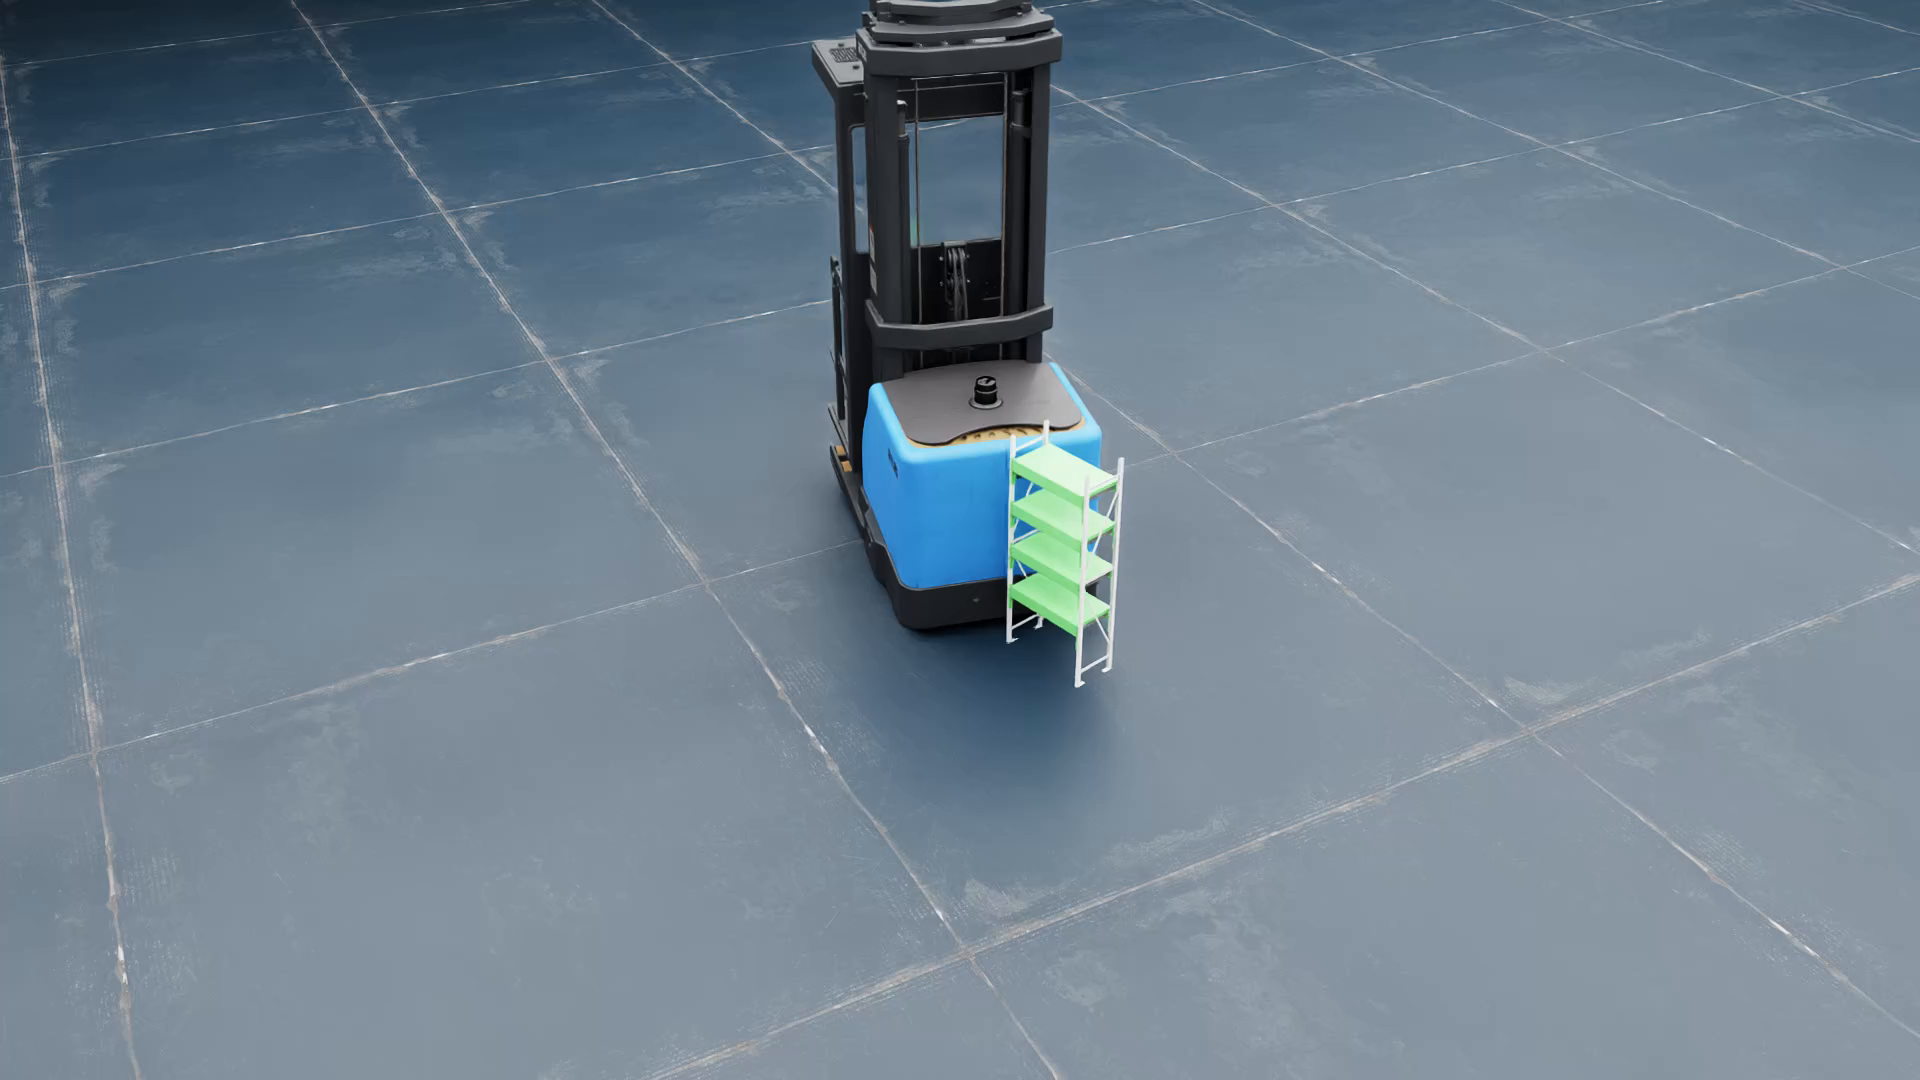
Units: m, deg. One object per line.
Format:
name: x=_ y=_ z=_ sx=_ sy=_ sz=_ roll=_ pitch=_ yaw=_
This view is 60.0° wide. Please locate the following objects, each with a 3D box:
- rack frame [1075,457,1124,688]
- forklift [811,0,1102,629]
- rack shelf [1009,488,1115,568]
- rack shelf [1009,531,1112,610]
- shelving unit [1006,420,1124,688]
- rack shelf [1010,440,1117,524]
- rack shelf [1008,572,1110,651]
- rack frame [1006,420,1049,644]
rack frame: x=0.656 y=0.173 z=7.868 sx=0.240 sy=1.200 sz=0.015 roll=-26 pitch=41 yaw=-34
forklift: x=-0.145 y=-1.572 z=8.986 sx=1.130 sy=2.935 sz=3.031 roll=-8 pitch=33 yaw=-12
rack shelf: x=0.493 y=-0.073 z=7.926 sx=0.258 sy=0.148 sz=0.480 roll=-26 pitch=41 yaw=-34
rack shelf: x=0.493 y=0.129 z=8.055 sx=0.258 sy=0.148 sz=0.480 roll=-26 pitch=41 yaw=-34
shelving unit: x=0.493 y=0.075 z=8.021 sx=0.258 sy=1.200 sz=0.503 roll=-26 pitch=41 yaw=-34
rack shelf: x=0.493 y=-0.276 z=7.797 sx=0.258 sy=0.148 sz=0.480 roll=-26 pitch=41 yaw=-34
rack shelf: x=0.493 y=0.331 z=8.185 sx=0.258 sy=0.148 sz=0.480 roll=-26 pitch=41 yaw=-34
rack frame: x=0.329 y=-0.023 z=8.174 sx=0.240 sy=1.200 sz=0.015 roll=-26 pitch=41 yaw=-34
